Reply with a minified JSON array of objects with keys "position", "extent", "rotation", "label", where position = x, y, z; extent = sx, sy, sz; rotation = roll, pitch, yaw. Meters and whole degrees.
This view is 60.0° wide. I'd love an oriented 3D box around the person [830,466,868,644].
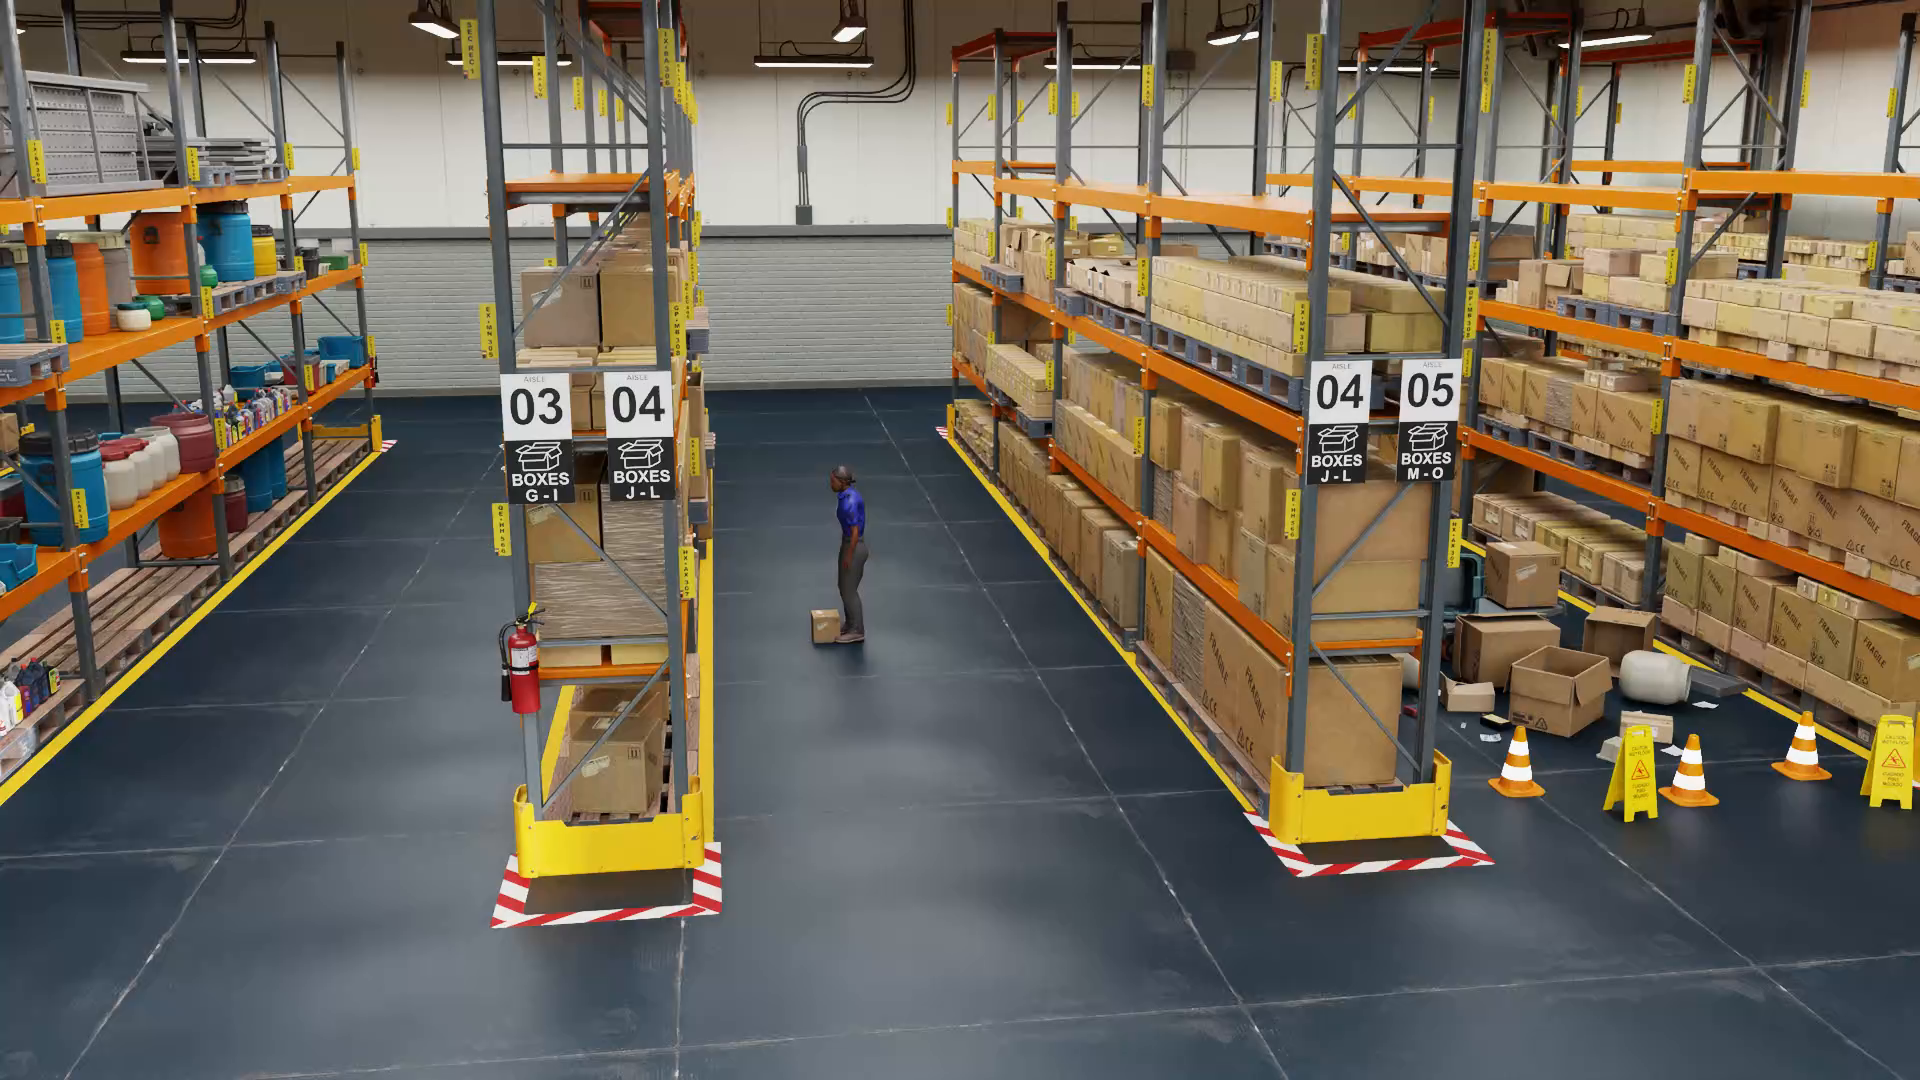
[{"position":[-1.034,0.116,15.506],"extent":[0.347,1.655,0.505],"rotation":[-2,13,-8],"label":"person"}]
